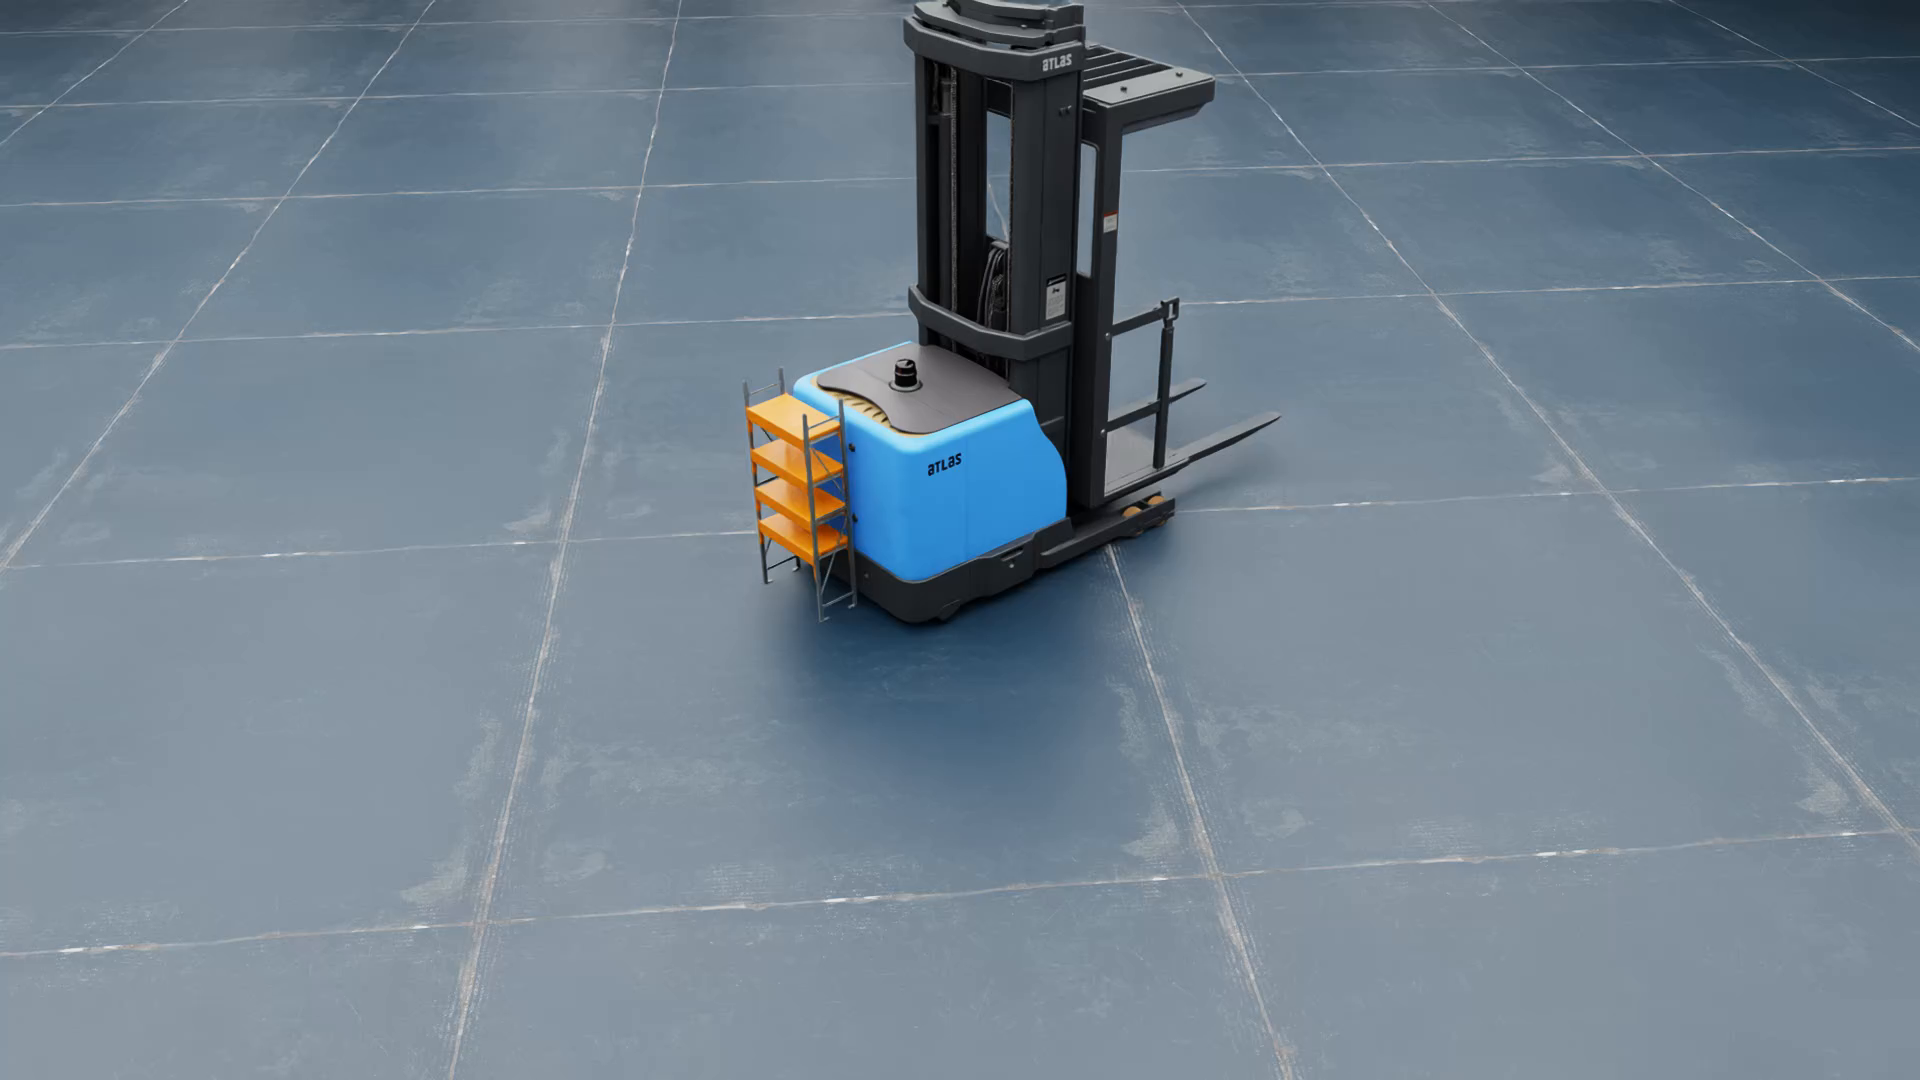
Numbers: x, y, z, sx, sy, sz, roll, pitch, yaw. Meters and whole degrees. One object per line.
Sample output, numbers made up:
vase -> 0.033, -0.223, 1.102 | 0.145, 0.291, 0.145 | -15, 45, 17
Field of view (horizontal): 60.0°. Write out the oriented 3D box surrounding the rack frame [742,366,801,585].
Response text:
rack frame -> -0.967, -0.317, 8.602 | 0.240, 1.200, 0.015 | -26, 40, -34

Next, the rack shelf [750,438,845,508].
rack shelf -> -0.809, -0.356, 8.363 | 0.258, 0.148, 0.480 | -26, 40, -34

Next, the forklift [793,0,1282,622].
forklift -> 0.581, -1.461, 8.838 | 3.031, 2.935, 1.130 | -23, 38, -34

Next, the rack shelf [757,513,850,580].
rack shelf -> -0.799, 0.001, 8.587 | 0.258, 0.148, 0.480 | -26, 40, -34

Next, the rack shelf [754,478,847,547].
rack shelf -> -0.804, -0.167, 8.481 | 0.258, 0.148, 0.480 | -26, 40, -34

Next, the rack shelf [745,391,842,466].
rack shelf -> -0.815, -0.556, 8.237 | 0.258, 0.148, 0.480 | -26, 40, -34

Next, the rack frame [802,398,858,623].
rack frame -> -0.644, -0.130, 8.289 | 0.240, 1.200, 0.015 | -26, 40, -34

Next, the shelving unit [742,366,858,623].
shelving unit -> -0.805, -0.224, 8.446 | 0.258, 1.200, 0.503 | -26, 40, -34
